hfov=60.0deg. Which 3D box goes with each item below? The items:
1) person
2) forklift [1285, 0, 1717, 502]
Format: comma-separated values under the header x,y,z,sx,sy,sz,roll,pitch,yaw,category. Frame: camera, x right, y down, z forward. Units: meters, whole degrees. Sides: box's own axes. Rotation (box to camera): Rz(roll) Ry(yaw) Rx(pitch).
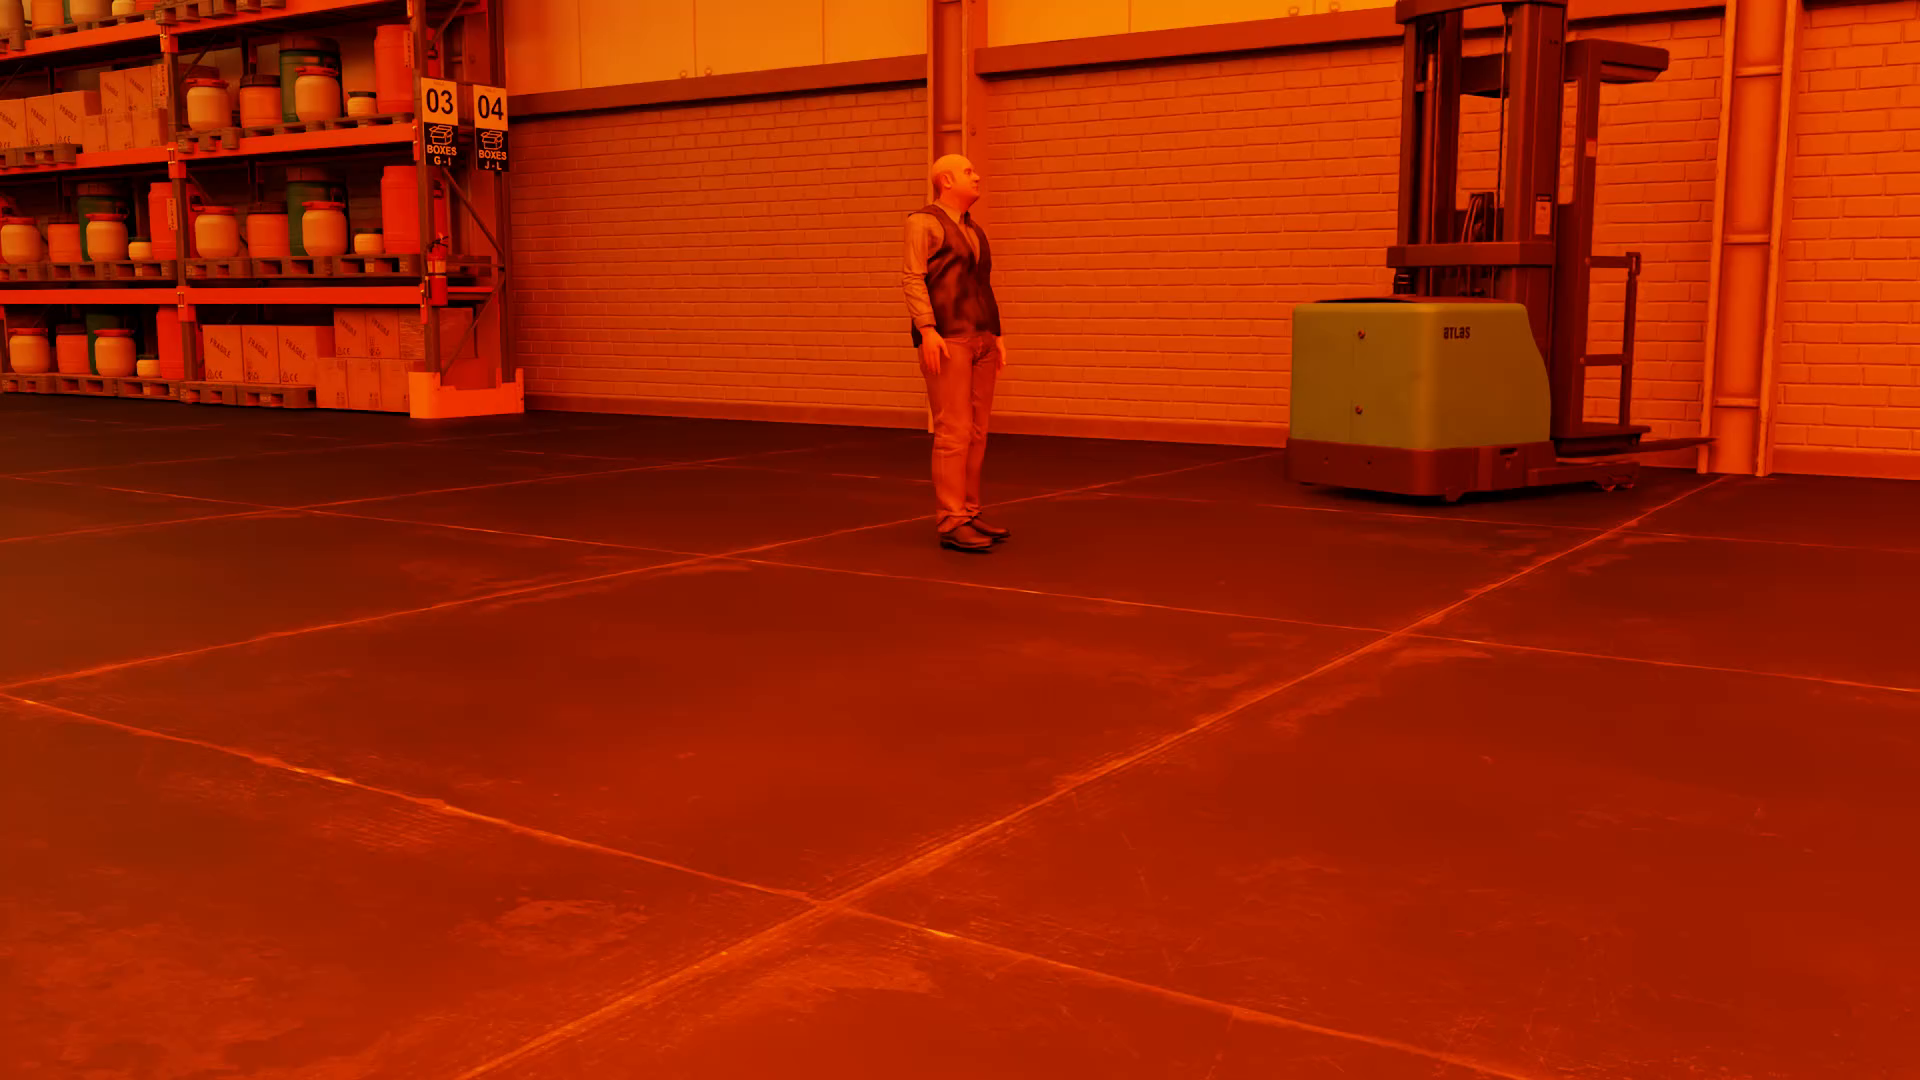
x,y,z,sx,sy,sz,roll,pitch,yaw,category
0.048,-0.853,7.441,0.566,1.722,0.633,5,10,34,person
3.361,-1.788,9.765,3.031,2.935,1.130,-6,10,-35,forklift
